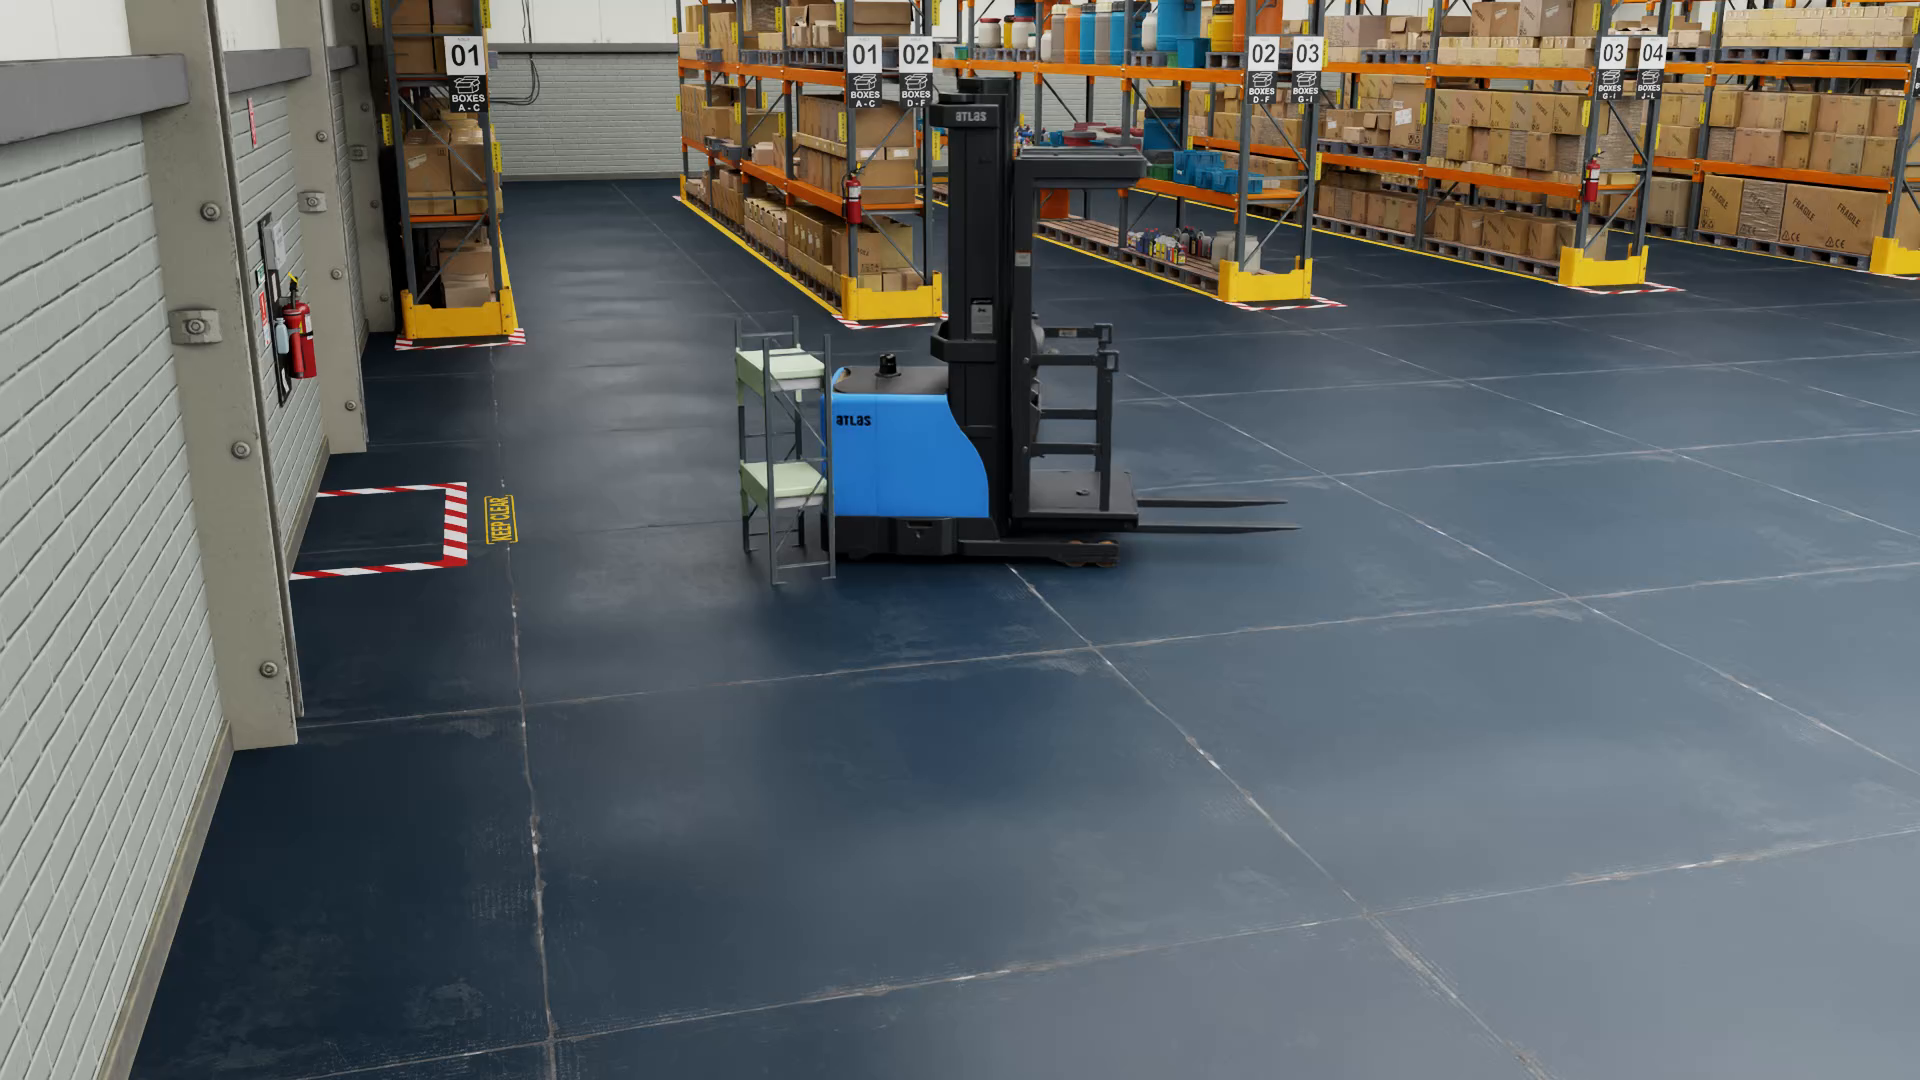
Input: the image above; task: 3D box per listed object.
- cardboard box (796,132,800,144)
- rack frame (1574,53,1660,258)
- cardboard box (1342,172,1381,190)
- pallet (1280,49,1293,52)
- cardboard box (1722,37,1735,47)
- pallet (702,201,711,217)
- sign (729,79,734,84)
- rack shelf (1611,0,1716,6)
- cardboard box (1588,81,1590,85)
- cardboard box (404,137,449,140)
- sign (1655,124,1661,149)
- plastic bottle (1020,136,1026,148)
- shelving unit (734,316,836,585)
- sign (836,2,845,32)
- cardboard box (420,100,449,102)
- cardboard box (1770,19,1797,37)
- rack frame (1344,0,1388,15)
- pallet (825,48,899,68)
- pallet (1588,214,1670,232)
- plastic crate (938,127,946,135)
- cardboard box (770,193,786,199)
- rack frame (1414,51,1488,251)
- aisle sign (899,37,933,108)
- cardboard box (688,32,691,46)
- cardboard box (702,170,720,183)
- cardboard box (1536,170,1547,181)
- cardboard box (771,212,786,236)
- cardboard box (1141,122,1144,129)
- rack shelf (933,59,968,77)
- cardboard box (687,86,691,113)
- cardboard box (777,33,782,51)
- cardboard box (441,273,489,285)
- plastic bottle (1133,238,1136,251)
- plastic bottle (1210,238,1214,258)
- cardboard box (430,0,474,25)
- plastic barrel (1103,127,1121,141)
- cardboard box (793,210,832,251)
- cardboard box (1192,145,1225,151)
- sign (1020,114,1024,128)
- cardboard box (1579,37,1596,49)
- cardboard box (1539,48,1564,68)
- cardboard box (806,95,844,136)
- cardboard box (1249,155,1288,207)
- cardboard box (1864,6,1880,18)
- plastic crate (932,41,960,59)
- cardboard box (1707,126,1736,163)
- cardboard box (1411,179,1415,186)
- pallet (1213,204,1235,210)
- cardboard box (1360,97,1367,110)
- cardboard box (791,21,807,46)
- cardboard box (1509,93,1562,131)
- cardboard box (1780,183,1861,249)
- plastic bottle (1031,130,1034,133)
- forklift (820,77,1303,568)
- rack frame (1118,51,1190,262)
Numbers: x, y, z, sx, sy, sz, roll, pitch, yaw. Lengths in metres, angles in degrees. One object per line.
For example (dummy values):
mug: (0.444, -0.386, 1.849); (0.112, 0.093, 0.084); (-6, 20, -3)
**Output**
cardboard box: (-2.029, -5.487, 22.705); (0.380, 0.149, 0.250); (-5, 17, -15)
rack frame: (8.709, -4.894, 22.031); (1.000, 3.000, 0.127); (-5, 17, -15)
cardboard box: (6.879, -6.151, 28.492); (0.500, 0.250, 0.500); (-3, 17, -9)
pallet: (6.282, -8.627, 29.573); (1.213, 0.211, 1.003); (-4, 17, -13)
cardboard box: (12.179, -7.803, 26.032); (0.380, 0.149, 0.250); (-5, 17, -16)
pallet: (-4.303, -6.286, 31.512); (1.003, 0.211, 1.213); (-5, 17, -15)
sign: (-4.675, -9.282, 34.077); (0.100, 0.325, 0.005); (-5, 17, -15)
rack shelf: (11.856, -9.255, 28.067); (1.077, 0.370, 4.000); (-5, 17, -15)
cardboard box: (14.263, -9.914, 36.829); (0.500, 0.500, 0.500); (-4, 17, -15)
cardboard box: (-6.188, -4.413, 19.350); (0.500, 0.500, 0.500); (-5, 17, -17)
sign: (9.230, -5.352, 22.050); (0.100, 0.325, 0.005); (-5, 17, -15)
plastic bottle: (1.095, -6.883, 28.876); (0.097, 0.271, 0.097); (0, 17, 0)
shelving unit: (-1.079, -0.567, 10.231); (0.431, 1.500, 0.755); (-6, 18, -19)
sign: (-1.343, -5.896, 18.750); (0.100, 0.325, 0.005); (-5, 17, -15)
cardboard box: (-8.569, -7.023, 27.088); (0.500, 0.250, 0.500); (-5, 17, -17)
cardboard box: (12.551, -7.685, 24.947); (0.500, 0.250, 0.500); (-5, 17, -16)
rack frame: (9.108, -12.557, 37.114); (1.000, 3.000, 0.127); (-5, 17, -15)
pallet: (-0.987, -5.704, 19.667); (1.003, 0.211, 1.213); (-5, 17, -15)
pallet: (11.783, -5.575, 29.145); (1.003, 0.211, 1.213); (-5, 17, -15)
plastic crate: (-0.255, -8.335, 33.674); (0.416, 0.233, 0.300); (-5, 17, -15)
cardboard box: (-2.866, -5.487, 27.585); (0.500, 0.500, 0.500); (-4, 17, -13)
rack frame: (7.609, -6.001, 25.715); (1.000, 3.000, 0.127); (-5, 17, -15)
aisle sign: (-0.505, -5.363, 19.074); (0.394, 0.787, 0.004); (-5, 17, -15)
cardboard box: (-4.916, -9.564, 31.755); (0.500, 0.250, 0.500); (-5, 17, -15)
cardboard box: (-4.636, -6.966, 32.502); (0.797, 0.503, 0.637); (-5, 17, -15)
cardboard box: (8.192, -5.041, 22.957); (0.380, 0.149, 0.250); (-5, 17, -15)
cardboard box: (-2.453, -4.604, 24.140); (0.500, 0.311, 0.500); (-4, 17, -14)
cardboard box: (4.164, -9.005, 36.152); (0.380, 0.149, 0.250); (-5, 17, -16)
rack shelf: (0.099, -9.467, 33.292); (1.077, 0.370, 4.000); (-5, 17, -15)
cardboard box: (-5.062, -8.638, 32.583); (0.500, 0.500, 0.500); (-4, 17, -14)
cardboard box: (-2.383, -7.318, 24.417); (0.500, 0.250, 0.500); (-6, 18, -20)
cardboard box: (-5.840, -2.999, 19.630); (0.500, 0.311, 0.500); (-3, 17, -11)
plastic bottle: (2.569, -4.301, 24.154); (0.097, 0.201, 0.097); (0, 17, 0)
plastic bottle: (3.570, -4.111, 23.403); (0.097, 0.271, 0.097); (0, 17, 0)
cardboard box: (-5.452, -5.818, 17.946); (0.500, 0.500, 0.500); (-6, 18, -19)
plastic barrel: (2.474, -6.279, 26.404); (0.433, 0.535, 0.433); (0, 17, 0)
cardboard box: (-1.945, -4.171, 22.370); (0.500, 0.500, 0.500); (-5, 17, -15)
cardboard box: (5.306, -7.586, 33.956); (0.875, 0.875, 0.875); (-5, 17, -15)
sign: (1.178, -7.998, 31.881); (0.100, 0.325, 0.005); (-5, 17, -15)
cardboard box: (8.332, -6.502, 21.738); (0.380, 0.149, 0.250); (-5, 17, -15)
cardboard box: (8.192, -6.510, 22.458); (0.500, 0.250, 0.500); (-5, 17, -15)
cardboard box: (-1.648, -5.626, 22.038); (0.700, 0.500, 0.500); (-5, 17, -15)
cardboard box: (6.103, -6.730, 31.107); (1.225, 0.875, 0.875); (-5, 17, -15)
cardboard box: (12.949, -7.412, 23.346); (0.380, 0.149, 0.250); (-4, 17, -14)
plastic crate: (-0.295, -9.891, 33.560); (0.504, 0.338, 0.767); (-5, 17, -15)
cardboard box: (12.519, -6.336, 26.569); (0.875, 0.550, 0.550); (-5, 17, -15)
cardboard box: (9.781, -7.574, 35.176); (0.380, 0.149, 0.250); (-4, 17, -14)
pallet: (5.695, -6.671, 32.792); (1.003, 0.211, 1.213); (-5, 17, -15)
cardboard box: (9.138, -9.582, 36.948); (0.500, 0.500, 0.500); (-5, 17, -15)
cardboard box: (-1.883, -6.571, 21.581); (0.500, 0.311, 0.500); (-6, 18, -18)
cardboard box: (8.042, -5.972, 23.192); (0.500, 0.500, 0.500); (-5, 17, -15)
cardboard box: (13.012, -4.868, 24.906); (0.875, 0.875, 0.875); (-5, 17, -16)
plastic bottle: (1.344, -7.401, 30.593); (0.152, 0.276, 0.135); (-5, 17, -15)
forklift: (0.655, -1.386, 10.472); (3.031, 2.935, 1.130); (1, 17, 3)
rack frame: (2.847, -5.609, 24.411); (1.000, 3.000, 0.127); (-5, 17, -15)
